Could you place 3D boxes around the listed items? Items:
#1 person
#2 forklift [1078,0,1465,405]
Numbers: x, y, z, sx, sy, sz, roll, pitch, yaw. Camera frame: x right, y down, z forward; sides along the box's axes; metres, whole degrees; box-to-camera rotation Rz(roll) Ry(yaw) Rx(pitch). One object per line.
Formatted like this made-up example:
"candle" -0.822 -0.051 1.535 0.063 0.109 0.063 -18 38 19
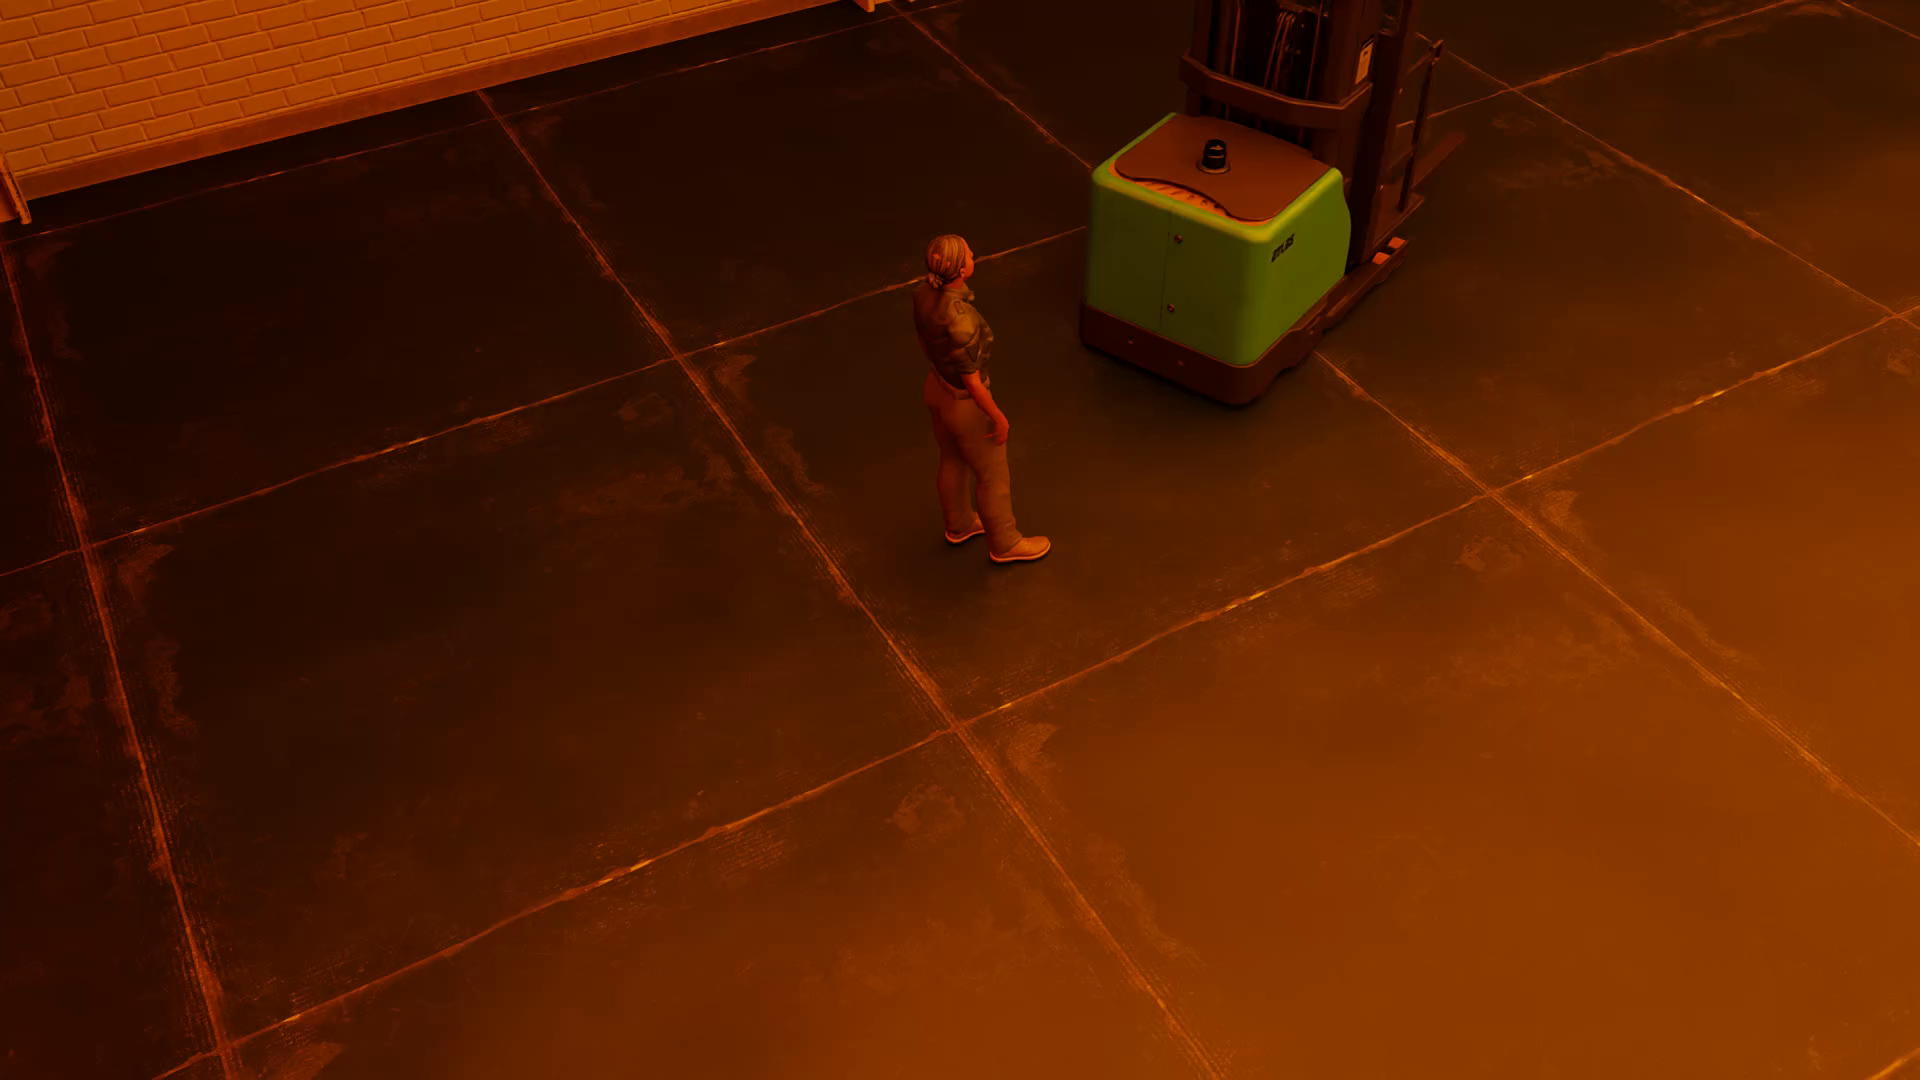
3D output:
"person" 0.086 -0.629 7.305 0.504 1.654 0.570 -21 47 -21
"forklift" 1.925 -2.719 8.629 1.130 2.935 3.031 27 49 26
